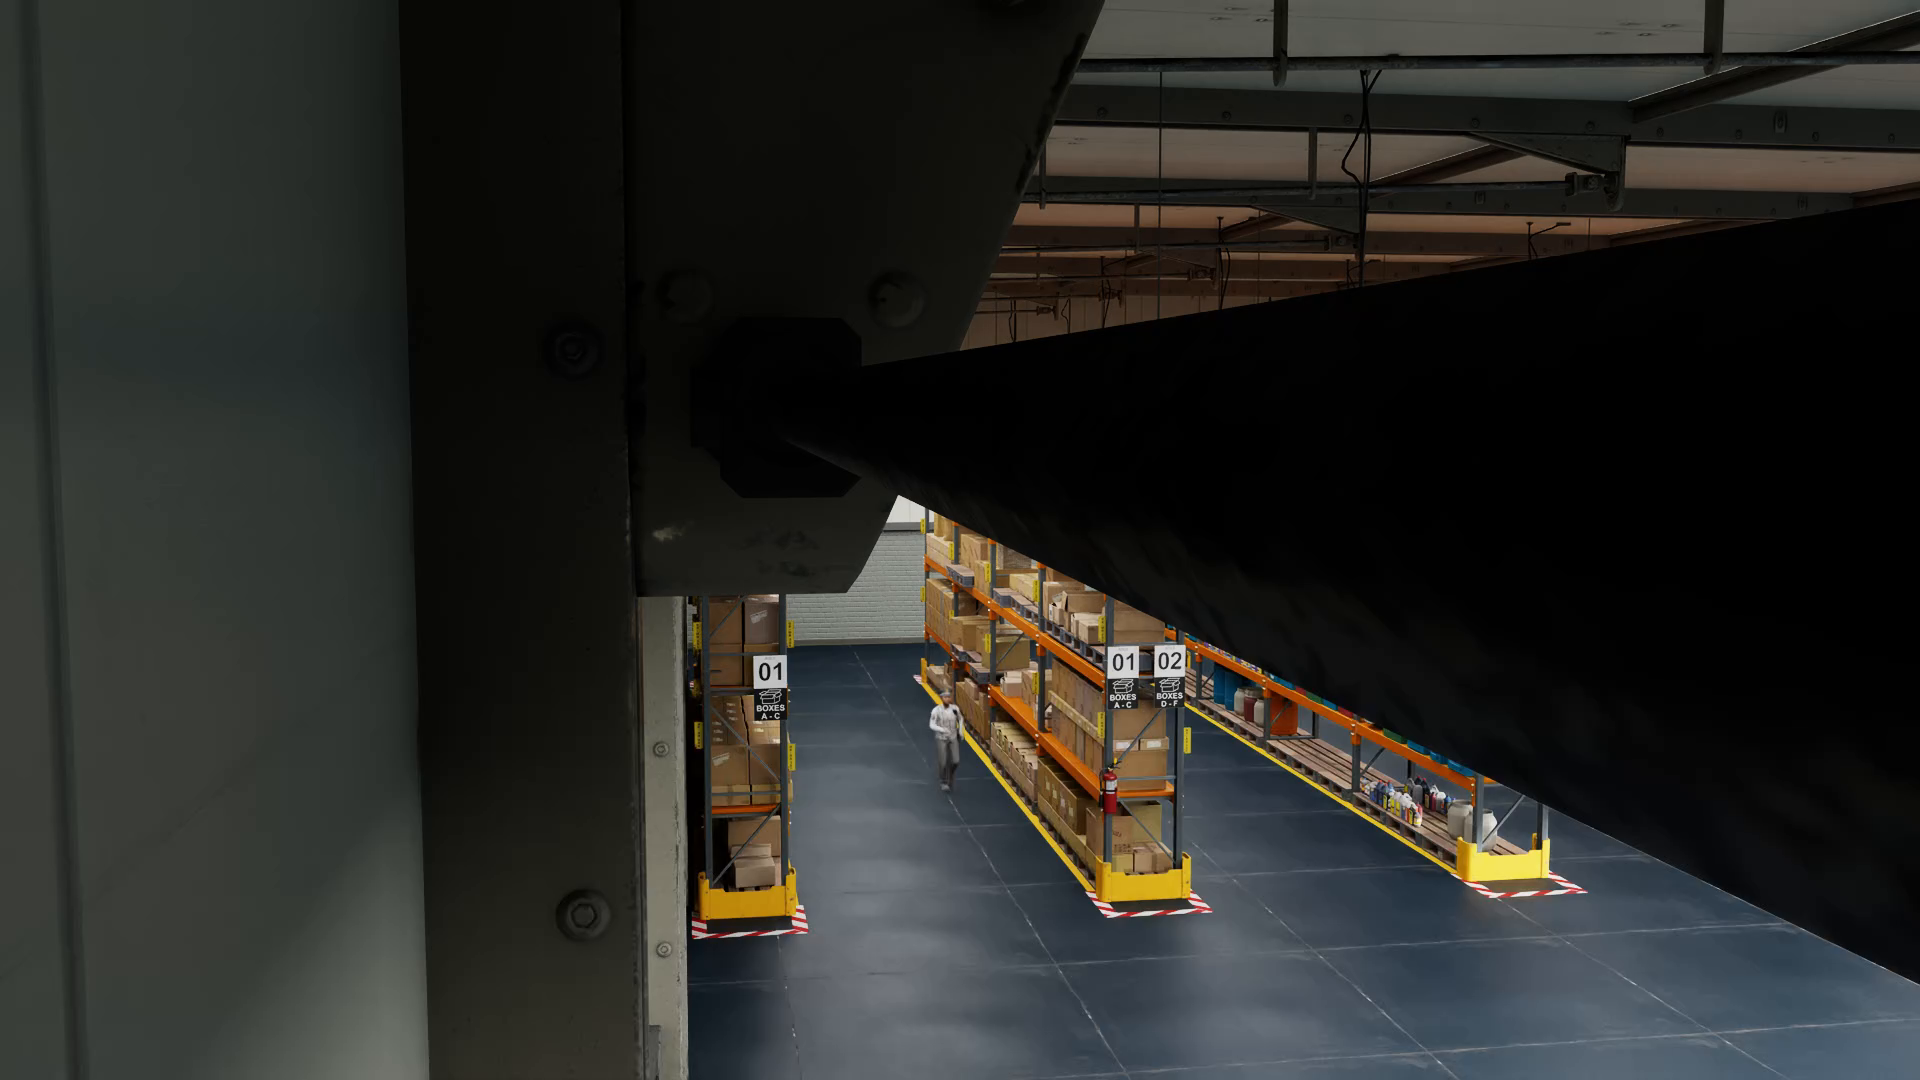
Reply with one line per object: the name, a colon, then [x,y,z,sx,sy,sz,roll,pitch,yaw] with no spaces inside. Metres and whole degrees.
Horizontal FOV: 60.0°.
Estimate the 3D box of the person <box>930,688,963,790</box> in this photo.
person: [-0.186,3.171,26.421,0.595,1.660,0.584,-1,5,-13]
